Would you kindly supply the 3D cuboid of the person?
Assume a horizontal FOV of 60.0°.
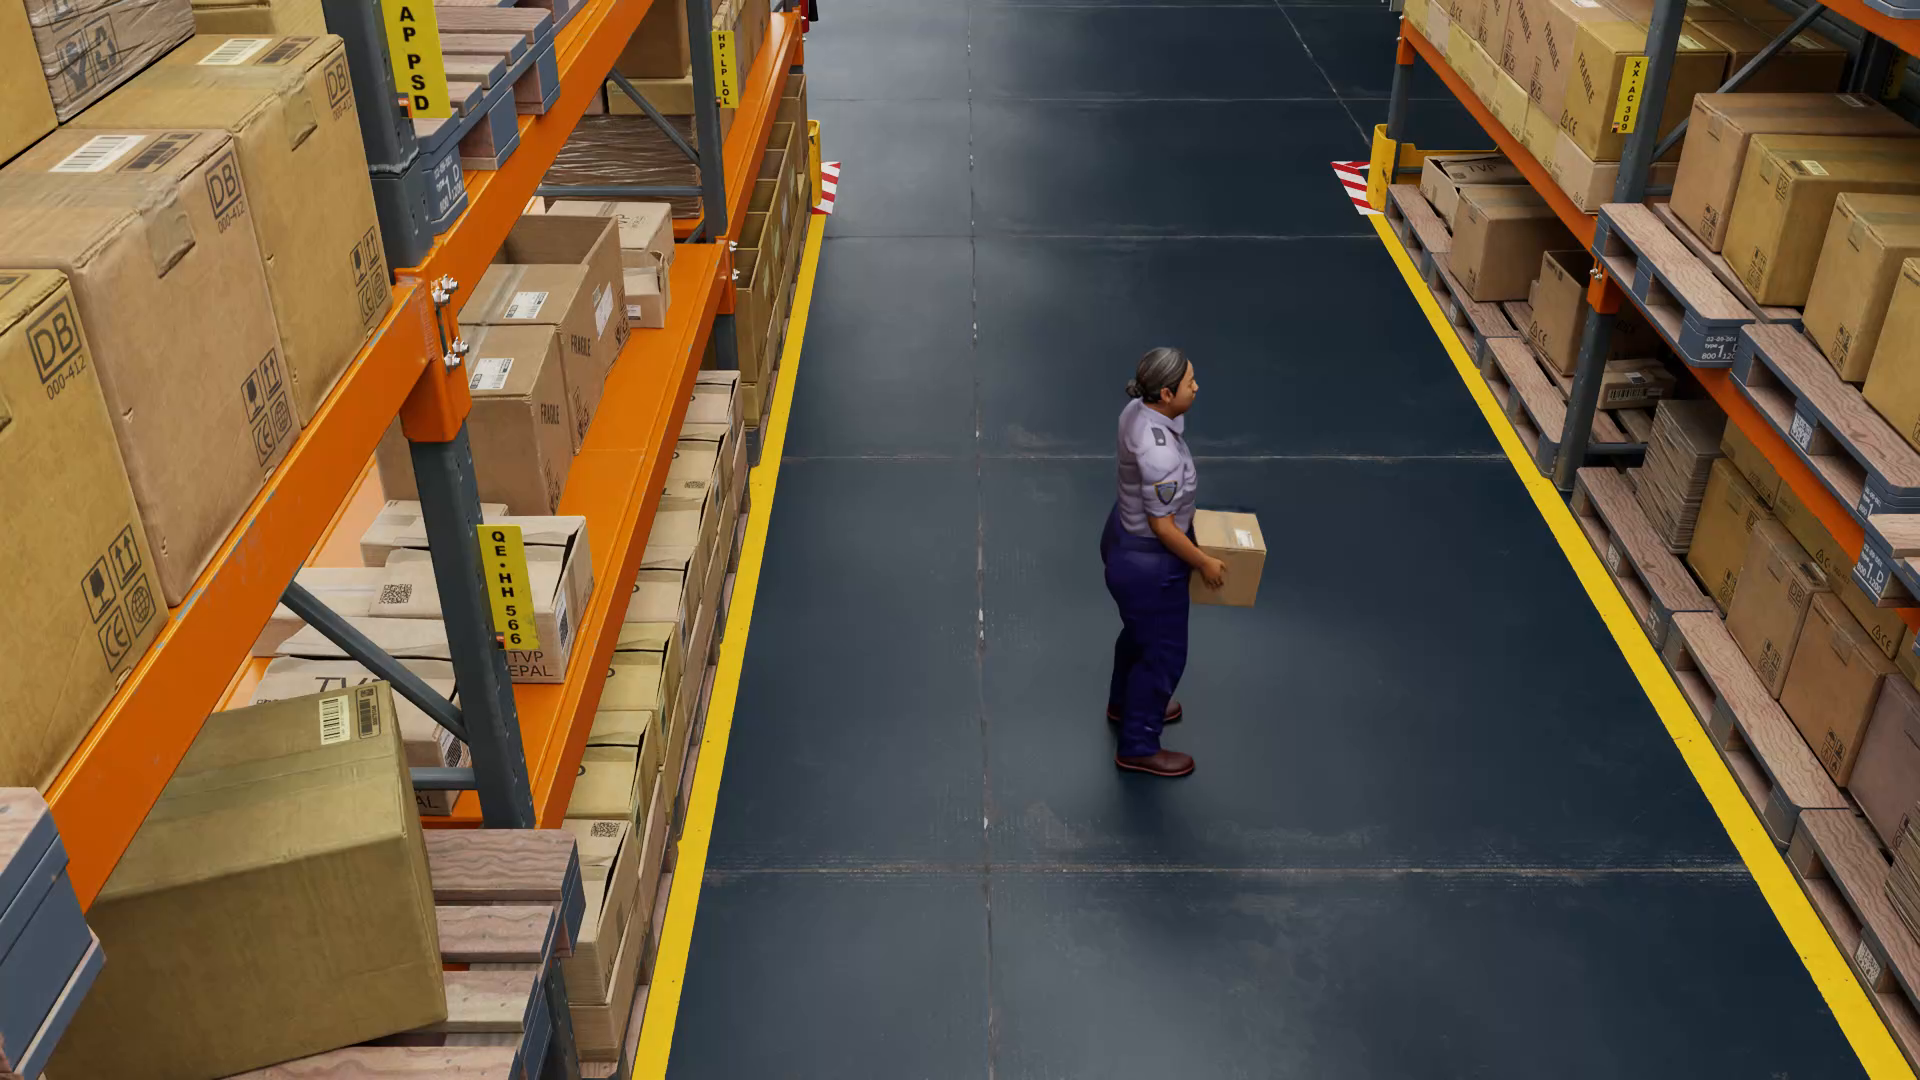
[{"bbox_3d":[0.735,0.064,6.034,0.437,1.656,0.502,-1,32,-1],"label":"person"}]
